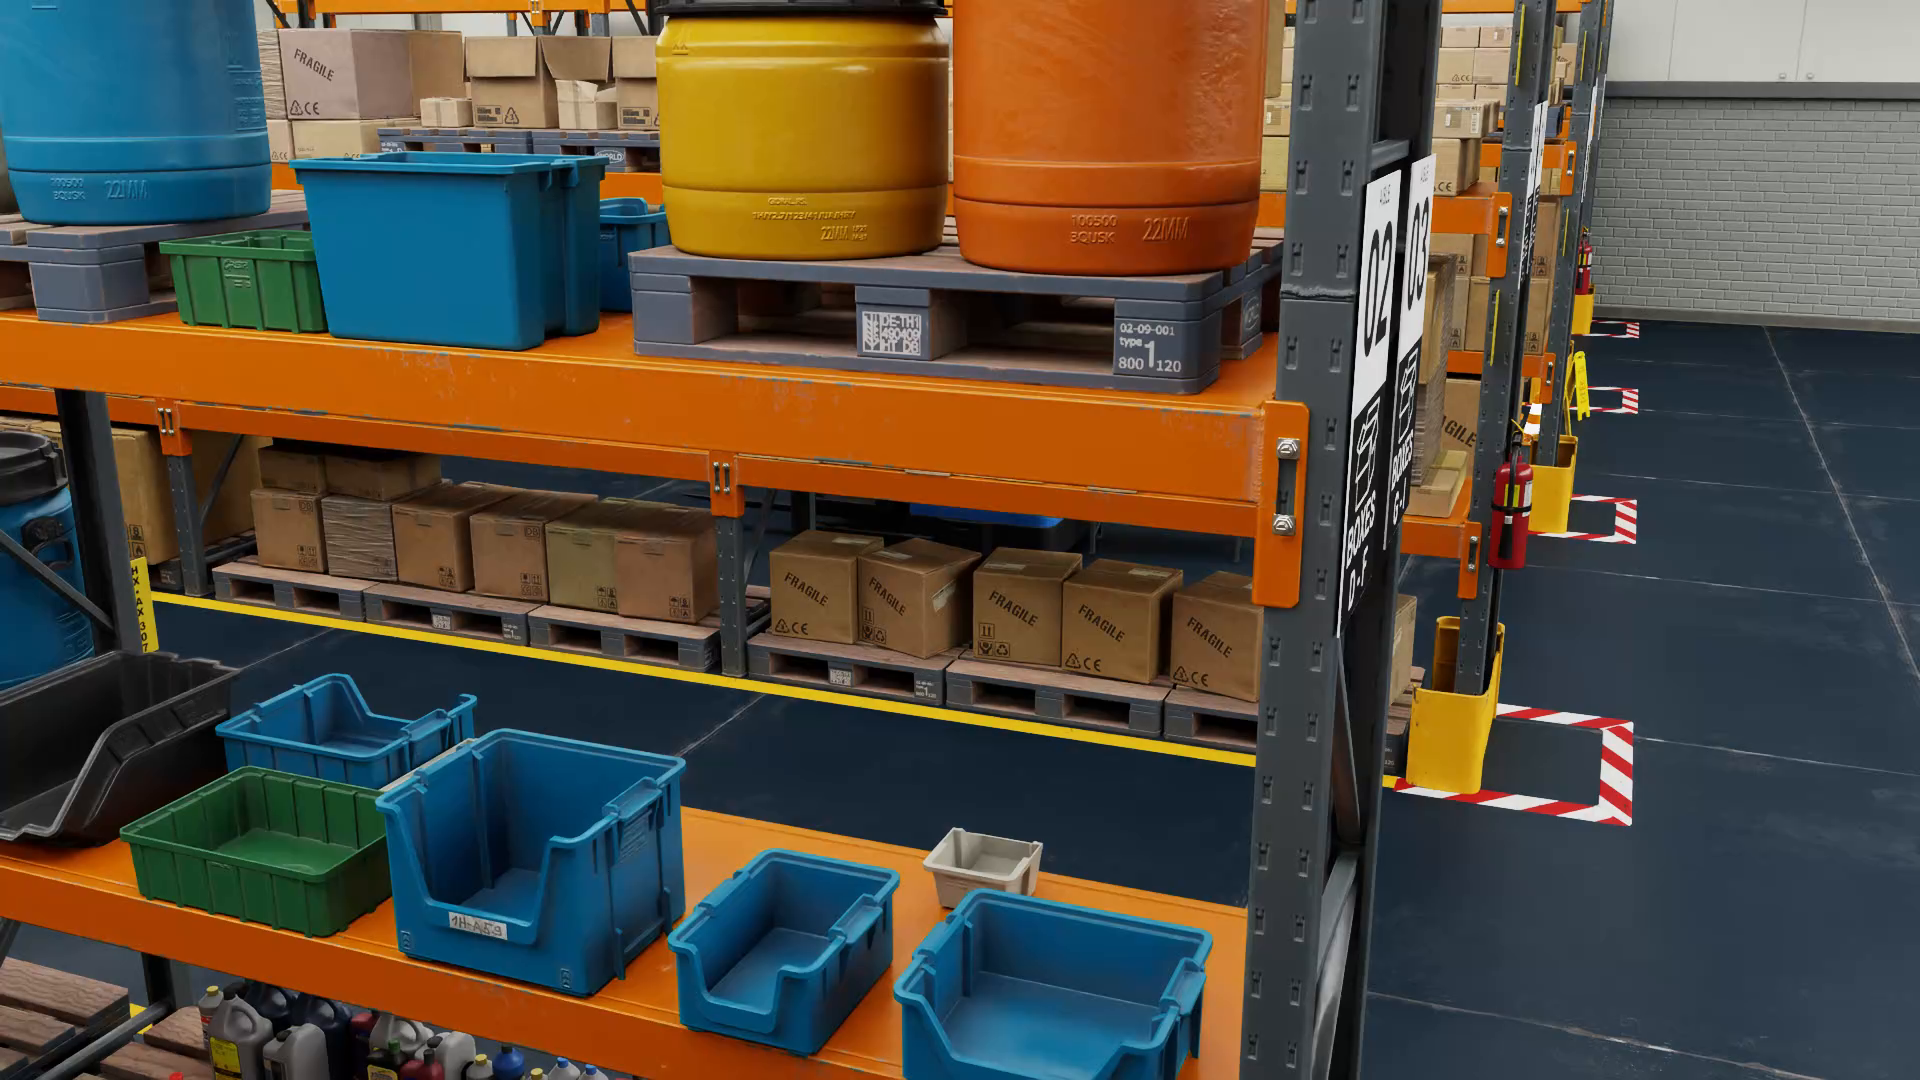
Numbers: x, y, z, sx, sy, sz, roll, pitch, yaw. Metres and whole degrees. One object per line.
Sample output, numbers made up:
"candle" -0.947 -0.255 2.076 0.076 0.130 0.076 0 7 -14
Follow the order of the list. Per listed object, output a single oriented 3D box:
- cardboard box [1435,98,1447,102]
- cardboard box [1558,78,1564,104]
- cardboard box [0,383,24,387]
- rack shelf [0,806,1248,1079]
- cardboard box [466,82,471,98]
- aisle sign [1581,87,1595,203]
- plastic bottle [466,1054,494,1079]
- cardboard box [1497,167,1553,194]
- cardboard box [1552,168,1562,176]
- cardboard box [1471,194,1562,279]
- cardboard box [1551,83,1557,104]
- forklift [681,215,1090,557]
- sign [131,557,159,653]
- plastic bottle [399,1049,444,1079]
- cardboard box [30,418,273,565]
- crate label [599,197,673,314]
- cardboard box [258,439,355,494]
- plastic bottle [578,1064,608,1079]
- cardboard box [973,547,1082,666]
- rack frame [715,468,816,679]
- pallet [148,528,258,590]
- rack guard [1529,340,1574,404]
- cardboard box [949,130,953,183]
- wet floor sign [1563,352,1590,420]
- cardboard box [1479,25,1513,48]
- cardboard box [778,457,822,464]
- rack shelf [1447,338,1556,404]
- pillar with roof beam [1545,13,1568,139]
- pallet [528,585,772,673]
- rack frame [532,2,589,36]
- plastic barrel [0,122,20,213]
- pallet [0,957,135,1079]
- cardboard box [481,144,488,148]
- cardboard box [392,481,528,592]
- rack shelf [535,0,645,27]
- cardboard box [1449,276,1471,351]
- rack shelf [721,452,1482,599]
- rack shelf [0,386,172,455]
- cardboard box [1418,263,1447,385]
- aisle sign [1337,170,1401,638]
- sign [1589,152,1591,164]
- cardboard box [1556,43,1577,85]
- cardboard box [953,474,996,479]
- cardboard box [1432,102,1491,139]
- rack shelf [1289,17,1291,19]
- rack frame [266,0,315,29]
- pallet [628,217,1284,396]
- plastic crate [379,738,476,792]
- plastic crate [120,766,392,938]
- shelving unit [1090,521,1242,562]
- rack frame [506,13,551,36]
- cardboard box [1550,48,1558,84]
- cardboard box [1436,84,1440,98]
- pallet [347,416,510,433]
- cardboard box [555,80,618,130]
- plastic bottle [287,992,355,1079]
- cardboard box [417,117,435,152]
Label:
"cardboard box" 2.225 -2.076 8.119 0.250 0.149 0.380 7 17 22
"cardboard box" 5.868 -4.579 16.920 0.500 0.250 0.500 6 17 20
"cardboard box" -6.336 -1.334 11.209 0.500 0.500 0.500 6 17 19
"rack shelf" -1.076 1.049 4.471 4.000 0.370 1.077 6 17 21
"cardboard box" -4.485 -4.052 15.191 0.500 0.500 0.500 6 17 21
"aisle sign" 4.471 -2.816 11.831 0.004 0.787 0.394 6 17 21
"plastic bottle" -1.483 1.698 5.175 0.097 0.201 0.097 0 16 0
"cardboard box" 5.682 -3.613 16.734 0.500 0.500 0.700 6 17 19
"cardboard box" 7.645 -4.719 21.172 0.250 0.149 0.380 6 17 21
"cardboard box" 4.185 -2.291 12.480 0.550 0.550 0.875 6 17 21
"cardboard box" 4.314 -3.340 12.438 0.250 0.149 0.380 6 17 21
"forklift" -0.585 -1.473 11.990 3.031 2.935 1.130 6 17 21
"sign" -2.725 0.224 5.524 0.005 0.325 0.100 6 17 21
"plastic bottle" -1.642 1.681 5.086 0.133 0.283 0.061 6 17 21
"cardboard box" -5.475 -0.452 11.409 0.875 0.875 1.225 5 17 18
"crate label" -0.836 -0.738 4.223 0.408 0.251 0.502 6 17 21
"cardboard box" -4.206 -0.505 10.883 0.500 0.250 0.500 7 18 23
"plastic bottle" -1.107 1.706 5.023 0.097 0.271 0.097 0 16 0
"cardboard box" 0.380 0.364 9.270 0.500 0.500 0.500 5 17 16
"rack frame" -1.119 -0.786 9.500 0.127 3.000 1.000 6 17 21
"pallet" -5.546 0.044 11.643 1.213 0.211 1.003 6 17 21
"rack guard" 6.167 -1.754 17.319 0.348 0.500 1.175 6 17 21
"cardboard box" 0.158 -1.935 8.349 0.500 0.250 0.500 6 17 18
"wet floor sign" 6.022 -1.519 16.249 0.232 0.644 0.267 14 21 40
"cardboard box" 3.846 -3.578 11.824 0.250 0.149 0.380 6 17 21
"cardboard box" -0.802 -0.536 9.091 0.250 0.149 0.380 6 17 21
"rack shelf" 2.655 -1.512 13.291 4.000 0.370 1.077 6 17 21
"pillar with roof beam" 6.159 -6.304 17.748 0.400 9.000 9.100 6 17 21
"pallet" -1.844 0.474 10.162 1.213 0.211 1.003 6 17 21
"rack frame" -4.925 -7.055 20.336 0.127 3.000 1.000 6 17 21
"plastic barrel" -2.608 -1.102 4.256 0.421 0.512 0.421 0 16 0
"pallet" -3.682 1.768 5.706 1.213 0.211 1.003 6 17 21
"cardboard box" -6.005 -5.067 21.112 0.250 0.149 0.380 6 17 20
"cardboard box" -3.159 -0.033 10.601 0.500 0.500 0.700 8 18 25
"rack shelf" -3.065 -6.313 19.787 4.000 0.370 1.077 6 17 21
"cardboard box" 3.634 -1.801 12.730 0.550 0.550 0.875 6 17 21
"rack shelf" 0.741 -0.236 8.896 4.000 0.370 1.077 6 17 21
"rack shelf" -6.701 -1.054 11.715 4.000 0.370 1.077 6 17 21
"cardboard box" 1.999 -1.040 7.869 0.500 0.500 0.500 6 17 21
"aisle sign" 0.742 -0.256 3.013 0.004 0.787 0.394 6 17 21
"sign" 7.843 -4.765 20.705 0.005 0.325 0.100 6 17 21
"cardboard box" 7.554 -5.955 20.813 0.500 0.500 0.500 7 18 22
"cardboard box" 0.142 -0.444 8.772 0.250 0.149 0.380 6 17 21
"cardboard box" 2.229 -1.884 7.457 0.250 0.149 0.380 6 17 21
"rack shelf" 2.474 -7.192 22.813 4.000 0.370 1.077 6 17 21
"rack frame" -6.648 -5.761 15.878 0.127 3.000 1.000 6 17 21
"pallet" 0.051 -0.552 3.653 1.213 0.211 1.003 6 17 21
"plastic crate" -1.333 0.726 4.766 0.437 0.136 0.530 6 17 21
"plastic crate" -1.778 0.813 4.374 0.662 0.188 0.450 6 17 21
"shelving unit" 1.485 -0.661 11.759 1.048 1.500 0.538 3 16 11
"rack frame" -6.829 -8.752 26.181 0.127 3.000 1.000 6 17 21
"cardboard box" 4.161 -3.530 12.374 0.500 0.250 0.500 6 17 21
"cardboard box" 3.374 -3.246 12.114 0.250 0.149 0.380 6 17 21
"pallet" -2.984 -0.911 10.275 1.213 0.211 1.003 6 17 21
"cardboard box" -2.031 -2.434 9.284 0.258 0.266 0.396 7 18 23
"plastic bottle" -2.053 1.570 5.346 0.185 0.351 0.144 5 17 18
"cardboard box" -3.376 -2.479 10.222 0.500 0.250 0.500 7 18 22
